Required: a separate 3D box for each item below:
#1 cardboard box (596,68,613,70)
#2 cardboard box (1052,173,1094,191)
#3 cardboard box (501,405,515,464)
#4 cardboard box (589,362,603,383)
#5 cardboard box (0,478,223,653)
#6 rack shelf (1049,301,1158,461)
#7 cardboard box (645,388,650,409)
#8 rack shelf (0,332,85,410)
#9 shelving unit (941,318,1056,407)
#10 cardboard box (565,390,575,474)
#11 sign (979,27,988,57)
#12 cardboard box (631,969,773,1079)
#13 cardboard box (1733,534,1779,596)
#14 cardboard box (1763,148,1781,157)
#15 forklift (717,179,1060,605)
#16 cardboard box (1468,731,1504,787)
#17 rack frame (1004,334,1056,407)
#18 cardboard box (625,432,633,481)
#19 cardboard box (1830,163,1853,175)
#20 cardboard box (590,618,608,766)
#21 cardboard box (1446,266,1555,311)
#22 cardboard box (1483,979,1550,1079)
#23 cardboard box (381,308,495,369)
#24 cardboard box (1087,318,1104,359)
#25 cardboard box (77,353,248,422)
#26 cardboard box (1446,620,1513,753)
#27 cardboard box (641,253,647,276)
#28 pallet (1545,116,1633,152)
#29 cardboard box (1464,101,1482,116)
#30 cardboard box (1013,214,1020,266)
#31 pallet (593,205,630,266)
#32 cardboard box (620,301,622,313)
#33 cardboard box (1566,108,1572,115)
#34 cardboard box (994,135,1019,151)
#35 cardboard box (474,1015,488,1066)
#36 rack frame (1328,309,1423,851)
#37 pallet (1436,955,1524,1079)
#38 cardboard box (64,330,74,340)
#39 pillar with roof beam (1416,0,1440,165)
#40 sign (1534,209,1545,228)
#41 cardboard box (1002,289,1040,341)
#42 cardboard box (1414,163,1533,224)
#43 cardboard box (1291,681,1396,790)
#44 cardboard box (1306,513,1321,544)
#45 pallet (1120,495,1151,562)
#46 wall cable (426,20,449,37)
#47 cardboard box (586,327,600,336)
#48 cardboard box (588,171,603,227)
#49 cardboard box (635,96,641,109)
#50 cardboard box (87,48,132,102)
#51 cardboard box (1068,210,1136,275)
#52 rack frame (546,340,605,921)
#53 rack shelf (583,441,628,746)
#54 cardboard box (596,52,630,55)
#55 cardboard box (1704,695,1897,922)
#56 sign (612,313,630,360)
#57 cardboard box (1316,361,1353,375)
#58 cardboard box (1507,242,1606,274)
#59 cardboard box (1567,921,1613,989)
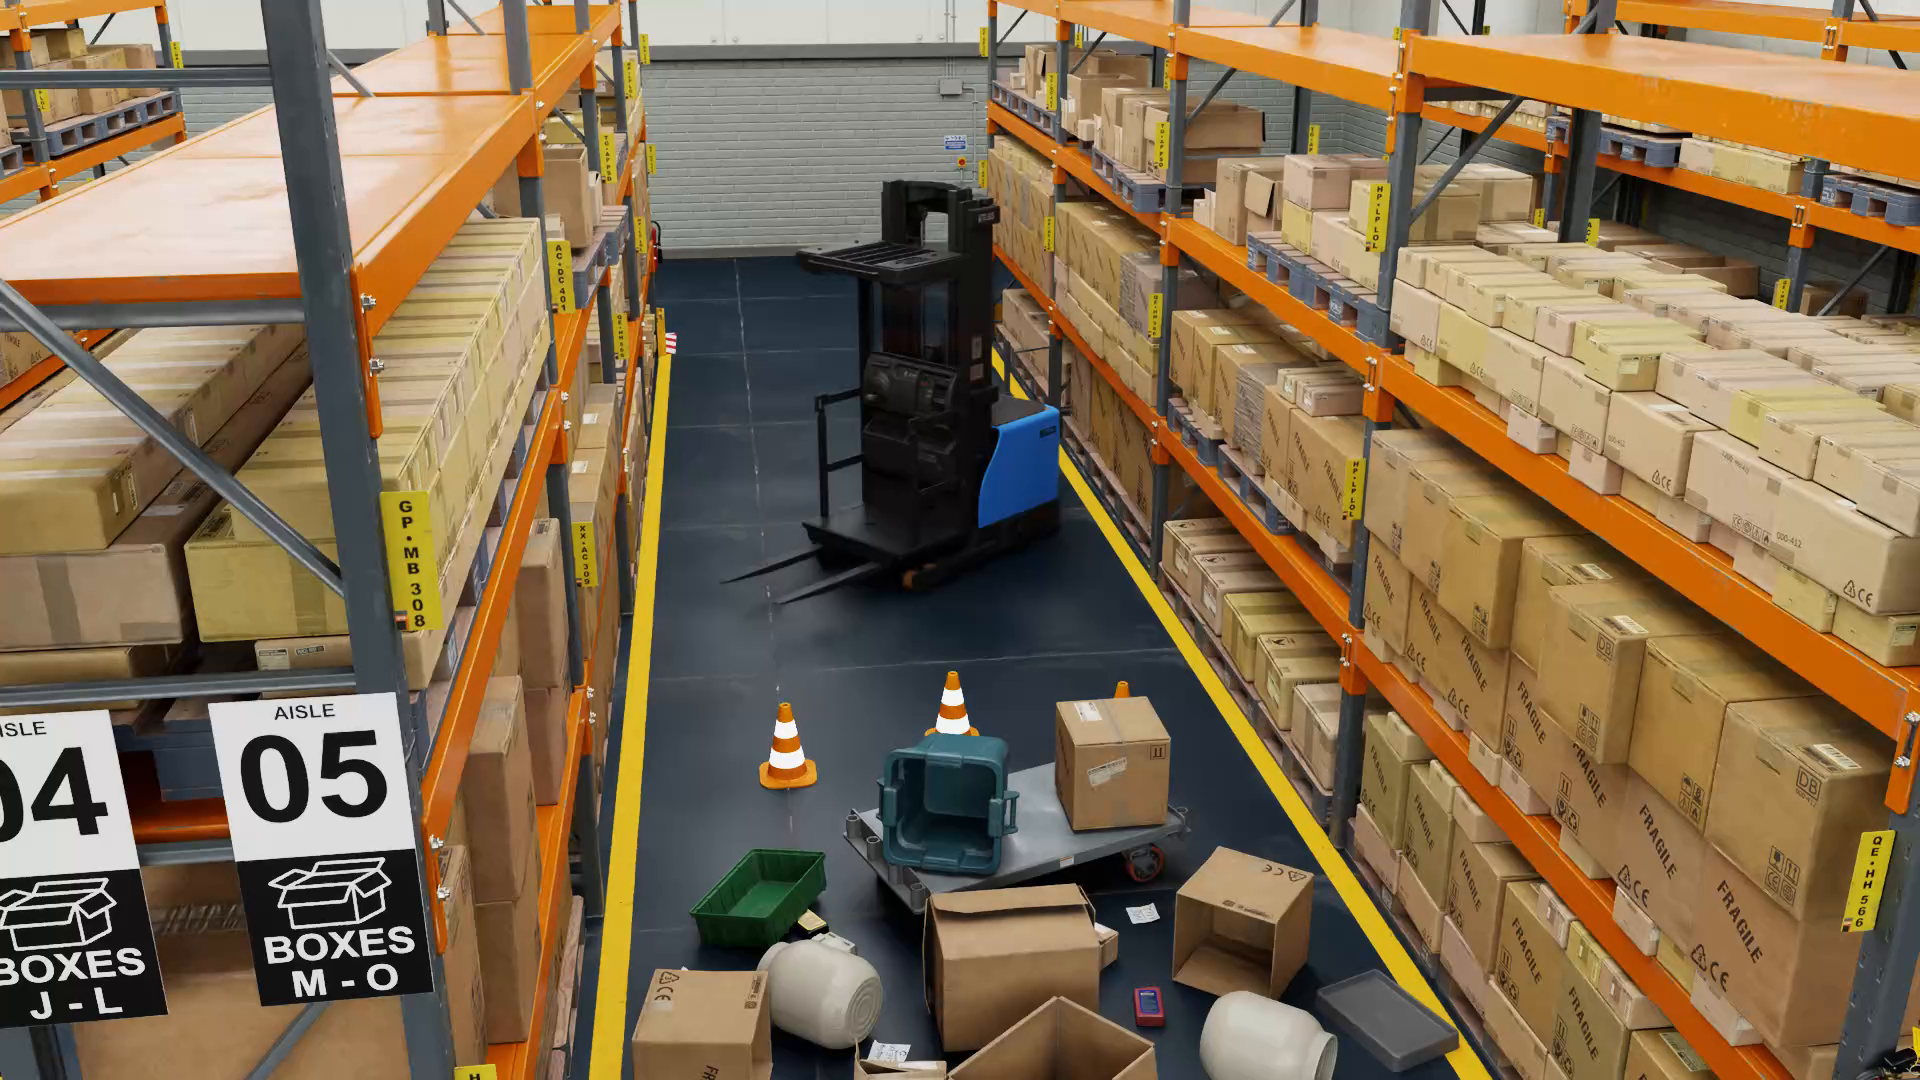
[{"bbox_3d":[-3.434,-4.459,16.011,0.380,0.149,0.250,-4,21,-9],"label":"cardboard box"},{"bbox_3d":[1.111,-3.521,16.356,0.380,0.149,0.250,-2,21,-6],"label":"cardboard box"},{"bbox_3d":[-1.740,-0.352,5.701,0.380,0.149,0.250,-3,21,-8],"label":"cardboard box"},{"bbox_3d":[-2.778,-1.240,12.084,0.380,0.149,0.250,-2,21,-5],"label":"cardboard box"},{"bbox_3d":[-2.100,0.052,4.049,0.500,0.250,0.500,-3,21,-7],"label":"cardboard box"},{"bbox_3d":[1.689,-1.485,14.432,1.077,0.370,4.000,-3,21,-8],"label":"rack shelf"},{"bbox_3d":[-3.219,-1.372,16.151,0.380,0.149,0.250,-2,21,-5],"label":"cardboard box"},{"bbox_3d":[-8.118,-0.985,13.094,1.077,0.370,4.000,-3,21,-8],"label":"rack shelf"},{"bbox_3d":[0.321,-1.147,14.643,0.538,1.500,1.048,-12,24,-30],"label":"shelving unit"},{"bbox_3d":[-2.627,-0.674,9.663,0.700,0.500,0.500,-3,21,-8],"label":"cardboard box"},{"bbox_3d":[0.274,-5.725,19.107,0.100,0.325,0.005,-3,21,-8],"label":"sign"},{"bbox_3d":[-1.091,2.196,7.119,0.500,0.500,0.500,1,20,2],"label":"cardboard box"},{"bbox_3d":[2.729,0.065,5.326,0.380,0.149,0.250,-2,21,-6],"label":"cardboard box"},{"bbox_3d":[6.581,-3.104,13.097,0.380,0.149,0.250,-3,21,-9],"label":"cardboard box"},{"bbox_3d":[-0.530,-1.177,12.677,1.130,2.935,3.031,18,27,39],"label":"forklift"},{"bbox_3d":[2.457,0.942,7.266,0.380,0.149,0.250,-3,21,-7],"label":"cardboard box"},{"bbox_3d":[0.590,-0.996,14.238,0.500,1.500,0.032,-12,24,-30],"label":"rack frame"},{"bbox_3d":[-2.840,-0.648,13.065,0.500,0.250,0.500,-3,21,-8],"label":"cardboard box"},{"bbox_3d":[6.638,-2.784,12.187,0.380,0.166,0.250,-3,21,-8],"label":"cardboard box"},{"bbox_3d":[-2.644,0.853,9.760,1.050,0.750,0.750,-3,21,-8],"label":"cardboard box"},{"bbox_3d":[2.372,-1.099,7.305,0.380,0.149,0.250,-4,21,-10],"label":"cardboard box"},{"bbox_3d":[2.600,2.105,7.123,0.500,0.250,0.500,-4,21,-10],"label":"cardboard box"},{"bbox_3d":[-1.706,-0.640,5.331,0.380,0.149,0.250,-3,21,-7],"label":"cardboard box"},{"bbox_3d":[1.400,-1.747,14.322,0.500,0.250,0.500,-3,21,-9],"label":"cardboard box"},{"bbox_3d":[-2.283,-0.430,4.770,0.380,0.149,0.250,-3,21,-8],"label":"cardboard box"},{"bbox_3d":[2.496,0.583,7.300,0.500,0.500,0.500,-3,21,-8],"label":"cardboard box"},{"bbox_3d":[-3.421,-2.947,16.751,0.500,0.500,0.500,-3,21,-9],"label":"cardboard box"},{"bbox_3d":[6.336,-3.854,15.728,1.213,0.211,1.003,-3,21,-8],"label":"pallet"},{"bbox_3d":[5.717,-4.694,18.070,0.380,0.149,0.250,-2,21,-7],"label":"cardboard box"},{"bbox_3d":[0.854,-3.242,17.966,0.500,0.500,0.500,-2,21,-6],"label":"cardboard box"},{"bbox_3d":[-2.761,-1.941,10.609,1.213,0.211,1.003,-2,21,-5],"label":"pallet"},{"bbox_3d":[-3.158,-2.005,14.555,0.380,0.149,0.250,-3,21,-8],"label":"cardboard box"},{"bbox_3d":[5.964,-4.082,15.687,0.380,0.149,0.250,-3,21,-7],"label":"cardboard box"},{"bbox_3d":[0.601,-4.581,19.196,0.380,0.149,0.250,-2,21,-7],"label":"cardboard box"},{"bbox_3d":[-1.953,1.540,5.093,0.875,0.550,0.550,-3,21,-8],"label":"cardboard box"},{"bbox_3d":[2.554,0.256,8.744,1.000,3.000,0.127,-3,21,-8],"label":"rack frame"},{"bbox_3d":[2.865,2.216,7.481,1.003,0.211,1.213,-3,21,-8],"label":"pallet"},{"bbox_3d":[-8.068,-1.913,14.408,0.500,0.500,0.500,-3,21,-8],"label":"cardboard box"},{"bbox_3d":[1.979,-7.723,21.532,9.100,9.000,0.400,-3,21,-8],"label":"pillar with roof beam"},{"bbox_3d":[5.776,-3.141,16.602,0.100,0.325,0.005,-3,21,-8],"label":"sign"},{"bbox_3d":[1.018,-2.672,19.645,0.875,0.438,0.875,-4,21,-10],"label":"cardboard box"},{"bbox_3d":[2.784,-1.905,9.141,0.500,0.250,0.500,-3,21,-9],"label":"cardboard box"},{"bbox_3d":[2.476,1.109,9.617,0.950,0.372,0.625,-3,21,-7],"label":"cardboard box"},{"bbox_3d":[2.186,-0.080,9.401,0.380,0.149,0.250,-4,21,-9],"label":"cardboard box"},{"bbox_3d":[1.938,-0.100,13.681,1.003,0.211,1.213,-3,21,-8],"label":"pallet"},{"bbox_3d":[-6.387,-9.848,22.625,2.277,5.999,0.120,-3,21,-8],"label":"wall cable"},{"bbox_3d":[-2.823,-1.465,12.260,0.380,0.149,0.250,-3,21,-9],"label":"cardboard box"},{"bbox_3d":[-2.459,-2.105,10.162,0.500,0.311,0.500,-3,21,-8],"label":"cardboard box"},{"bbox_3d":[-3.593,-4.457,17.288,0.500,0.250,0.500,-2,21,-5],"label":"cardboard box"},{"bbox_3d":[-8.893,-4.717,16.884,0.700,0.500,0.500,-4,21,-10],"label":"cardboard box"},{"bbox_3d":[1.280,-2.688,15.053,0.500,0.500,0.500,-3,21,-8],"label":"cardboard box"},{"bbox_3d":[-2.330,0.540,7.982,1.000,3.000,0.127,-3,21,-8],"label":"rack frame"},{"bbox_3d":[-2.618,0.185,9.962,1.077,0.370,4.000,-3,21,-8],"label":"rack shelf"},{"bbox_3d":[-3.761,-5.181,17.943,0.380,0.149,0.250,-3,21,-7],"label":"cardboard box"},{"bbox_3d":[2.841,0.820,5.236,0.700,0.500,0.500,-3,21,-9],"label":"cardboard box"},{"bbox_3d":[-2.358,-1.416,11.566,0.100,0.325,0.005,-3,21,-8],"label":"sign"},{"bbox_3d":[2.555,-0.827,10.474,0.500,0.500,0.500,-4,21,-10],"label":"cardboard box"},{"bbox_3d":[2.816,-1.307,7.860,0.380,0.149,0.250,-2,21,-7],"label":"cardboard box"},{"bbox_3d":[2.604,1.602,6.471,0.380,0.149,0.250,-3,21,-7],"label":"cardboard box"}]
